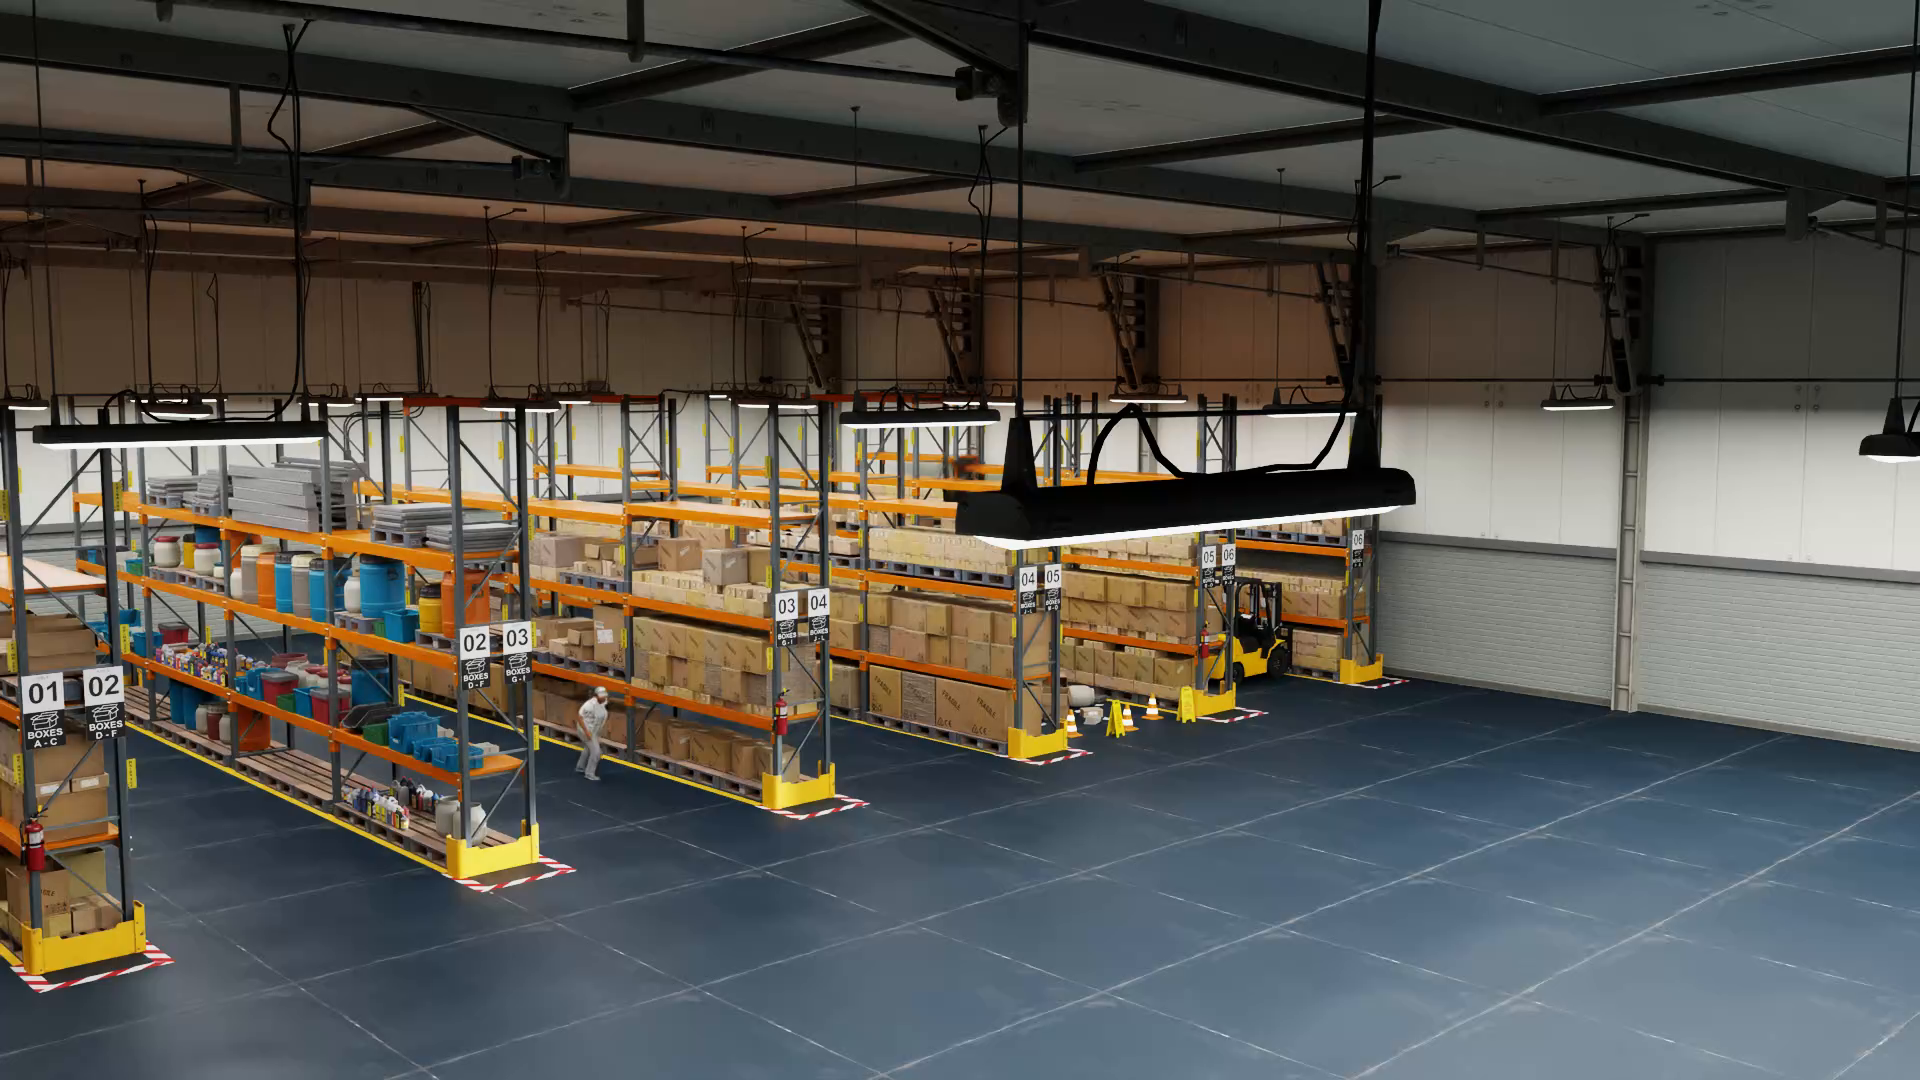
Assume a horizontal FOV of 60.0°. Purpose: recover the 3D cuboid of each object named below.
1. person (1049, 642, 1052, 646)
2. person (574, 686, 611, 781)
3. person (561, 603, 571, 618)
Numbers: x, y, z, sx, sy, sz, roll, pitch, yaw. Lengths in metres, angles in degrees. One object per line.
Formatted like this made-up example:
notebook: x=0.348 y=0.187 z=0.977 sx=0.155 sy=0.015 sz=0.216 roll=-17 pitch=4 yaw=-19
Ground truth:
person: x=1.843 y=1.828 z=37.565 sx=0.906 sy=1.790 sz=0.688 roll=5 pitch=7 yaw=41
person: x=-5.851 y=3.034 z=26.431 sx=0.839 sy=1.535 sz=0.681 roll=2 pitch=6 yaw=18
person: x=-9.828 y=1.484 z=41.161 sx=0.654 sy=1.770 sz=0.965 roll=5 pitch=7 yaw=40
